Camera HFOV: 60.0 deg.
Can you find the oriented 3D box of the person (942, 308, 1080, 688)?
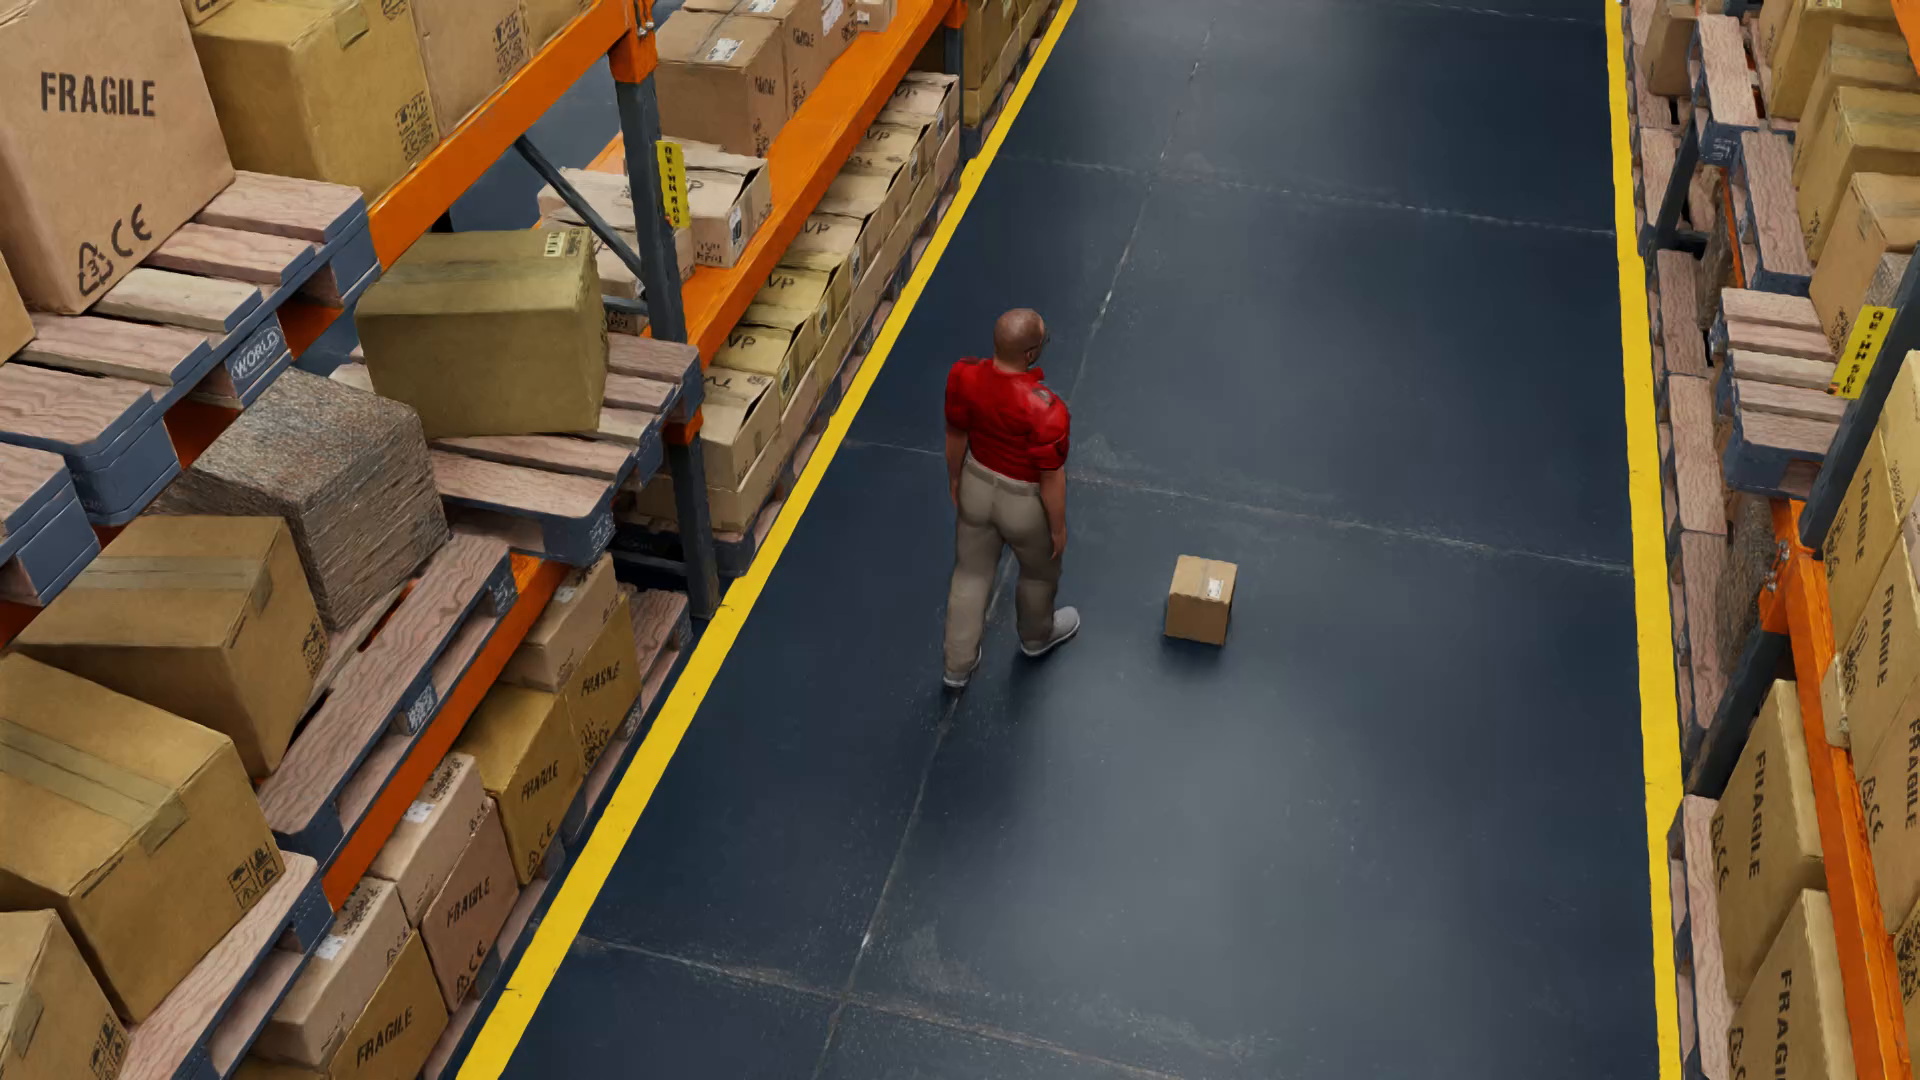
[{"bbox_3d":[0.208,-0.179,6.368,0.543,1.720,0.700,23,46,24],"label":"person"}]
